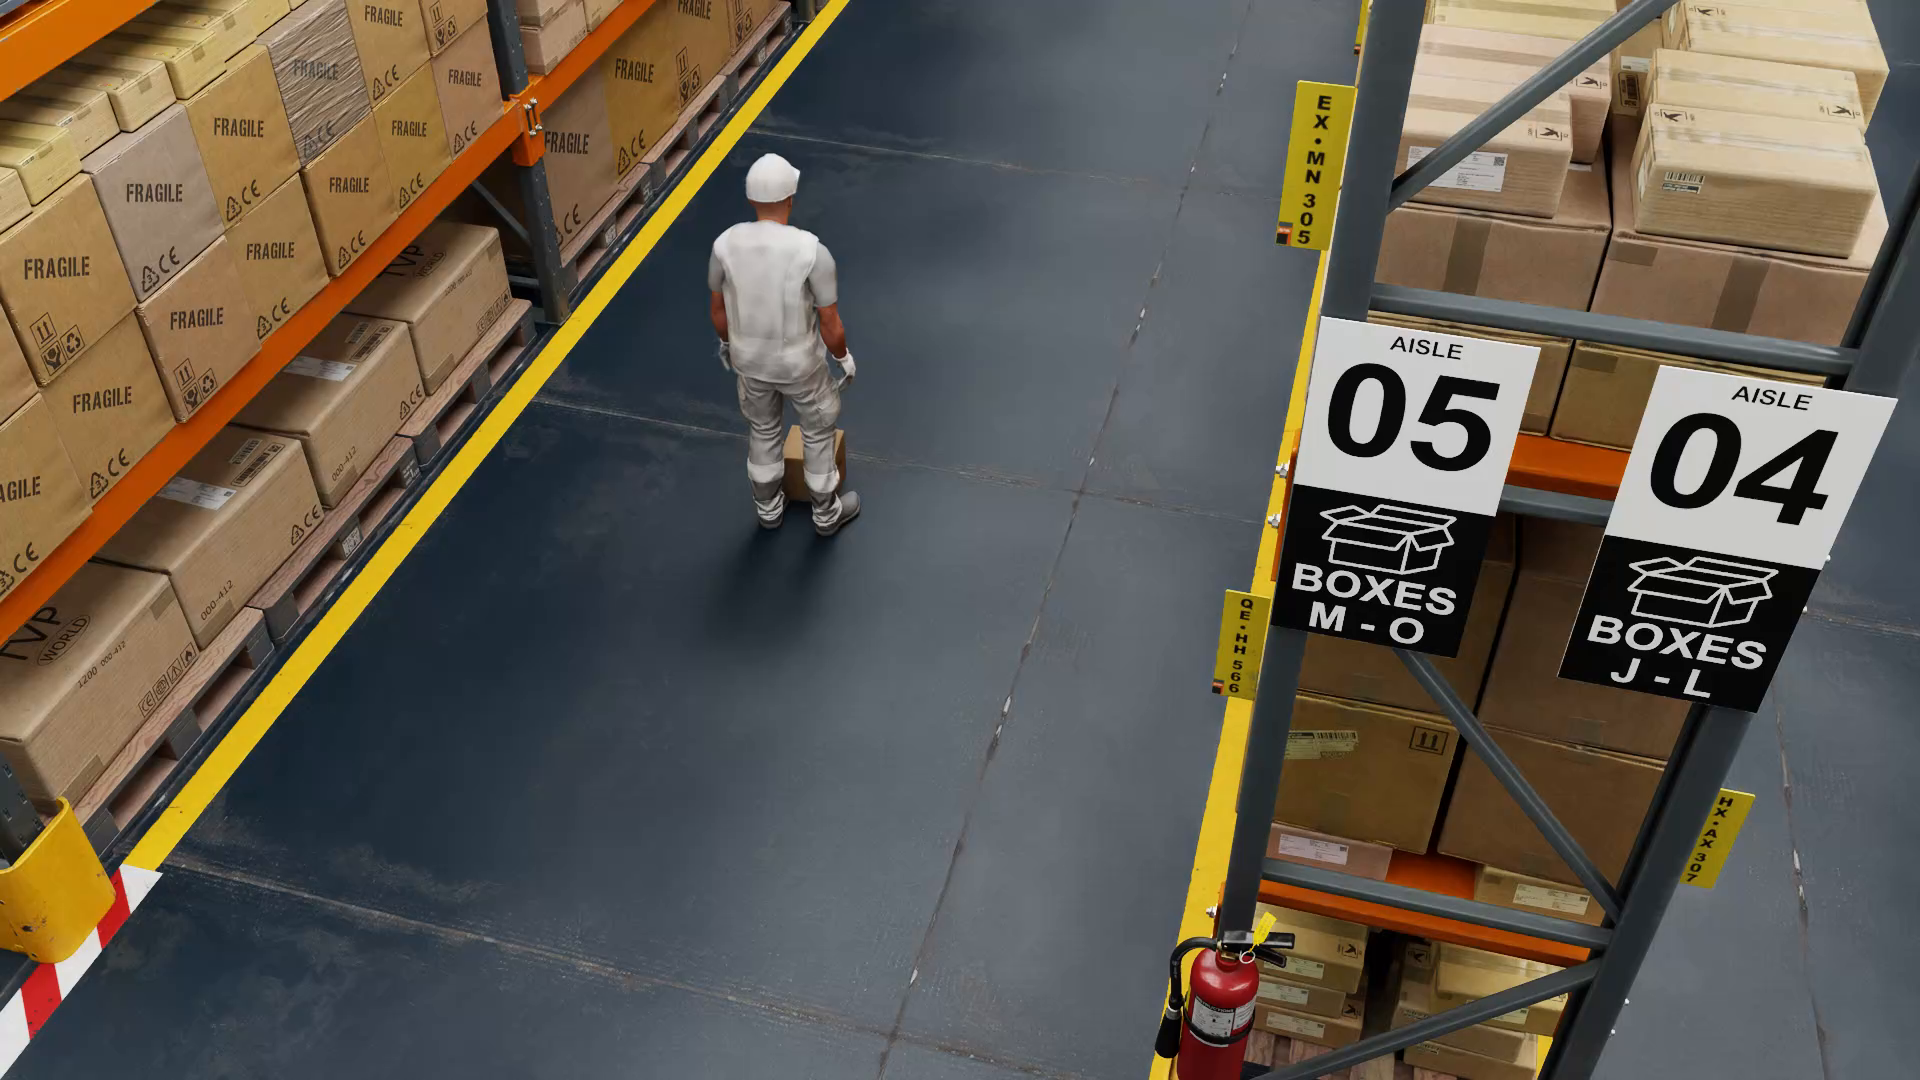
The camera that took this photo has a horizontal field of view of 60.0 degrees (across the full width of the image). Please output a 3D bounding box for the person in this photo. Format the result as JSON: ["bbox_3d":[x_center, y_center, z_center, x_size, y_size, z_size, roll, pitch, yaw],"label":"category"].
[{"bbox_3d":[-0.744,-0.785,7.060,0.609,1.780,0.448,10,42,12],"label":"person"}]
